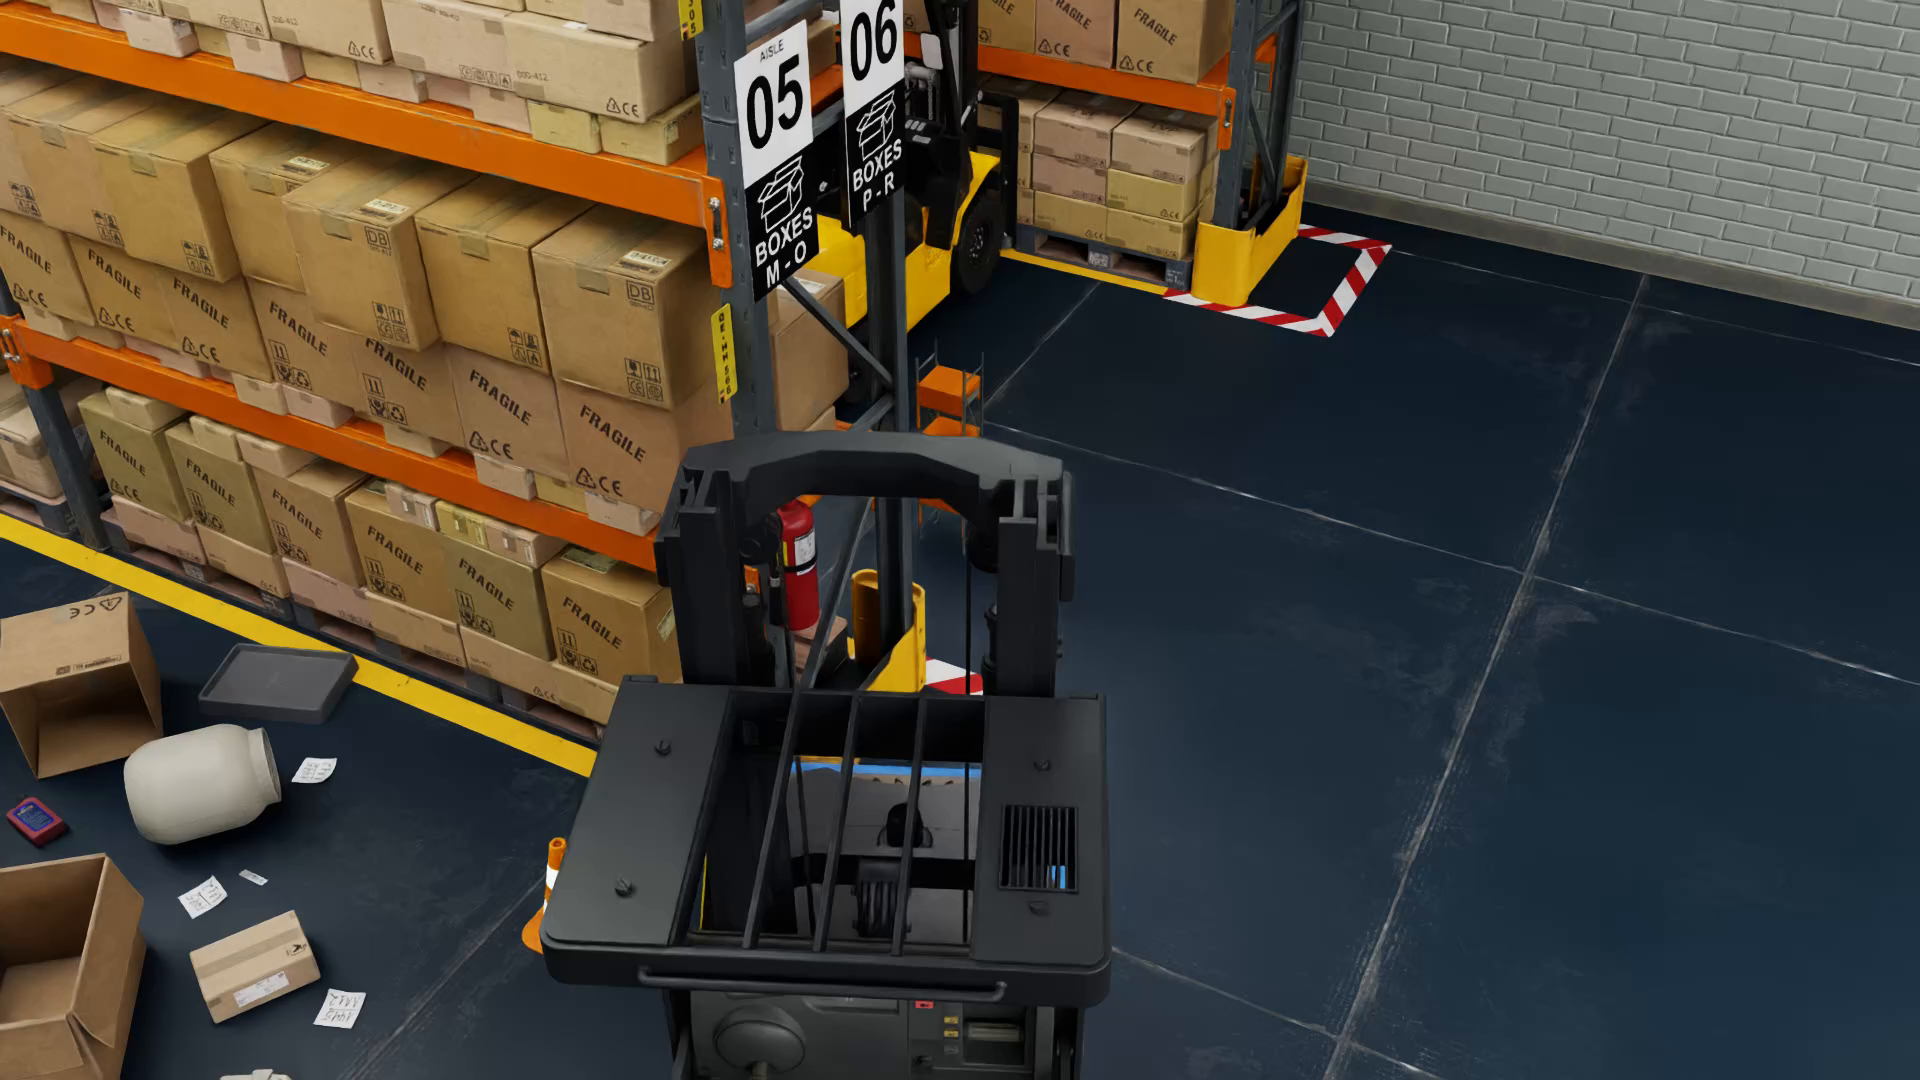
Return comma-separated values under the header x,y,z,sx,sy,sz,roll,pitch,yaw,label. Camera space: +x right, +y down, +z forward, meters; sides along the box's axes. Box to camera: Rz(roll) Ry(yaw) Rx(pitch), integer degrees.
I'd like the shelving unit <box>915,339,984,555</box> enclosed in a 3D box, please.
x,y,z,sx,sy,sz,roll,pitch,yaw,label
-0.048,-0.433,7.952,0.252,1.050,0.215,17,41,21,shelving unit

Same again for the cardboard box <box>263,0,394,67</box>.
x,y,z,sx,sy,sz,roll,pitch,yaw,label
-1.969,-1.834,5.582,0.500,0.250,0.500,19,41,23,cardboard box

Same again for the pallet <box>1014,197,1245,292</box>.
x,y,z,sx,sy,sz,roll,pitch,yaw,label
1.099,-2.046,10.771,1.213,0.211,1.003,17,41,21,pallet

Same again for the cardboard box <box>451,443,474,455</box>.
x,y,z,sx,sy,sz,roll,pitch,yaw,label
-1.811,-0.485,6.616,0.250,0.149,0.380,18,41,22,cardboard box

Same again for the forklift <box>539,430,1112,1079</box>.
x,y,z,sx,sy,sz,roll,pitch,yaw,label
-0.234,1.322,4.084,1.130,2.935,3.031,2,37,3,forklift

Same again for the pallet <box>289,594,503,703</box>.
x,y,z,sx,sy,sz,roll,pitch,yaw,label
-2.334,0.204,7.806,1.213,0.211,1.003,17,41,21,pallet

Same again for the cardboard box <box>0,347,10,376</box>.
x,y,z,sx,sy,sz,roll,pitch,yaw,label
-5.141,-0.876,8.749,0.625,0.372,0.950,20,42,24,cardboard box

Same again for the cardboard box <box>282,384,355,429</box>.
x,y,z,sx,sy,sz,roll,pitch,yaw,label
-2.533,-0.637,6.816,0.250,0.149,0.380,17,40,21,cardboard box

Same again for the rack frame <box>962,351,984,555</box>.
x,y,z,sx,sy,sz,roll,pitch,yaw,label
0.061,-0.399,7.907,0.008,1.050,0.200,17,41,21,rack frame

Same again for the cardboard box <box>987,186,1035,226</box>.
x,y,z,sx,sy,sz,roll,pitch,yaw,label
0.358,-2.287,10.709,0.500,0.250,0.500,18,41,22,cardboard box

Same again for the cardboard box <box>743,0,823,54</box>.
x,y,z,sx,sy,sz,roll,pitch,yaw,label
-0.806,-1.837,5.586,0.500,0.250,0.500,17,40,21,cardboard box

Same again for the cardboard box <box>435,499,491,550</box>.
x,y,z,sx,sy,sz,roll,pitch,yaw,label
-1.892,-0.150,6.737,0.250,0.149,0.380,18,41,22,cardboard box

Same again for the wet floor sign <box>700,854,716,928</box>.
x,y,z,sx,sy,sz,roll,pitch,yaw,label
-0.805,1.265,6.050,0.267,0.644,0.232,-29,46,-33,wet floor sign

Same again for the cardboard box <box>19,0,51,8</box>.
x,y,z,sx,sy,sz,roll,pitch,yaw,label
-3.392,-2.177,6.363,0.250,0.149,0.380,17,41,22,cardboard box

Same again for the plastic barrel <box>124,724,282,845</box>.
x,y,z,sx,sy,sz,roll,pitch,yaw,label
-3.012,0.964,6.630,0.512,0.421,0.421,-14,39,-18,plastic barrel

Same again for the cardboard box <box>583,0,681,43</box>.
x,y,z,sx,sy,sz,roll,pitch,yaw,label
-0.918,-1.648,5.008,0.250,0.149,0.380,18,41,22,cardboard box

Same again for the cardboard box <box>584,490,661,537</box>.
x,y,z,sx,sy,sz,roll,pitch,yaw,label
-1.188,-0.200,6.241,0.250,0.149,0.380,17,40,21,cardboard box

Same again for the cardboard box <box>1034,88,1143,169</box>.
x,y,z,sx,sy,sz,roll,pitch,yaw,label
0.789,-2.536,10.210,0.500,0.250,0.500,18,41,22,cardboard box

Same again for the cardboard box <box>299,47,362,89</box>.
x,y,z,sx,sy,sz,roll,pitch,yaw,label
-2.052,-1.715,5.756,0.250,0.149,0.380,16,40,20,cardboard box

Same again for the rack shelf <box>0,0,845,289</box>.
x,y,z,sx,sy,sz,roll,pitch,yaw,label
-2.258,-1.765,6.208,4.000,0.370,1.077,17,41,21,rack shelf

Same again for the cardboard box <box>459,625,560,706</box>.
x,y,z,sx,sy,sz,roll,pitch,yaw,label
-1.780,0.399,7.170,0.500,0.250,0.500,18,41,22,cardboard box

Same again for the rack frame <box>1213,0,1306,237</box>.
x,y,z,sx,sy,sz,roll,pitch,yaw,label
1.798,-2.966,9.677,0.127,3.000,1.000,17,41,21,rack frame

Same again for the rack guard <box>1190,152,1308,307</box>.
x,y,z,sx,sy,sz,roll,pitch,yaw,label
1.819,-1.964,10.424,0.348,0.500,1.175,17,41,21,rack guard

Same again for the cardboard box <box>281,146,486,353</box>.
x,y,z,sx,sy,sz,roll,pitch,yaw,label
-1.982,-1.113,6.080,0.500,0.500,0.700,17,40,21,cardboard box

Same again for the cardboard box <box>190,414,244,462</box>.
x,y,z,sx,sy,sz,roll,pitch,yaw,label
-3.094,-0.524,7.229,0.250,0.149,0.380,19,41,23,cardboard box

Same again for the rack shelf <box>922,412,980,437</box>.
x,y,z,sx,sy,sz,roll,pitch,yaw,label
-0.048,-0.425,7.959,0.240,0.259,0.215,17,41,21,rack shelf

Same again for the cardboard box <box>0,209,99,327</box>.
x,y,z,sx,sy,sz,roll,pitch,yaw,label
-3.771,-1.299,7.152,0.500,0.500,0.500,17,40,21,cardboard box

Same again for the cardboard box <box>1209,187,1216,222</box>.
x,y,z,sx,sy,sz,roll,pitch,yaw,label
1.451,-2.280,10.700,0.500,0.250,0.500,18,41,22,cardboard box

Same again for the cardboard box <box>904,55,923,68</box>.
x,y,z,sx,sy,sz,roll,pitch,yaw,label
-0.573,-2.966,10.777,0.500,0.250,0.500,19,41,23,cardboard box

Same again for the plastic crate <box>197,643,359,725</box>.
x,y,z,sx,sy,sz,roll,pitch,yaw,label
-3.017,0.627,7.358,0.583,0.080,0.402,4,37,6,plastic crate

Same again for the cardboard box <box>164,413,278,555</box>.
x,y,z,sx,sy,sz,roll,pitch,yaw,label
-3.153,-0.332,7.513,0.500,0.500,0.500,19,41,23,cardboard box

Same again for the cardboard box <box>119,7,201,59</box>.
x,y,z,sx,sy,sz,roll,pitch,yaw,label
-2.765,-1.883,5.977,0.250,0.149,0.380,17,40,21,cardboard box

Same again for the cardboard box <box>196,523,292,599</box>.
x,y,z,sx,sy,sz,roll,pitch,yaw,label
-3.155,-0.033,7.740,0.500,0.250,0.500,20,41,24,cardboard box

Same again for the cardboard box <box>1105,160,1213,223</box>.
x,y,z,sx,sy,sz,roll,pitch,yaw,label
1.222,-2.205,10.187,0.500,0.250,0.500,17,40,21,cardboard box

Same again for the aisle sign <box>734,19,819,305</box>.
x,y,z,sx,sy,sz,roll,pitch,yaw,label
-0.560,-1.163,5.151,0.004,0.787,0.394,17,41,21,aisle sign

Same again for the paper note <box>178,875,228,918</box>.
x,y,z,sx,sy,sz,roll,pitch,yaw,label
-2.922,1.376,6.422,0.148,0.019,0.142,-29,46,-33,paper note

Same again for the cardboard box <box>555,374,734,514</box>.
x,y,z,sx,sy,sz,roll,pitch,yaw,label
-1.091,-0.462,6.049,0.500,0.500,0.500,17,40,21,cardboard box

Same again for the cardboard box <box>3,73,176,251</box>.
x,y,z,sx,sy,sz,roll,pitch,yaw,label
-3.299,-1.577,6.691,0.500,0.500,0.700,18,41,22,cardboard box

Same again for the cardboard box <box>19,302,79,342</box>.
x,y,z,sx,sy,sz,roll,pitch,yaw,label
-3.902,-1.053,7.364,0.250,0.149,0.380,17,40,21,cardboard box

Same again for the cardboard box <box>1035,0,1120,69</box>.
x,y,z,sx,sy,sz,roll,pitch,yaw,label
0.783,-3.151,9.838,0.500,0.500,0.500,19,41,23,cardboard box

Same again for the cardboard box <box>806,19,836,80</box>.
x,y,z,sx,sy,sz,roll,pitch,yaw,label
-0.627,-1.662,5.685,0.250,0.149,0.380,17,41,22,cardboard box

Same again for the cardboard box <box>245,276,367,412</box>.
x,y,z,sx,sy,sz,roll,pitch,yaw,label
-2.417,-0.896,6.620,0.500,0.500,0.500,18,41,22,cardboard box

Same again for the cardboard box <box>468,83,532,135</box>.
x,y,z,sx,sy,sz,roll,pitch,yaw,label
-1.384,-1.488,5.456,0.250,0.149,0.380,19,41,23,cardboard box

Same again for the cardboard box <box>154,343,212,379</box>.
x,y,z,sx,sy,sz,roll,pitch,yaw,label
-3.200,-0.865,7.117,0.250,0.149,0.380,19,41,23,cardboard box

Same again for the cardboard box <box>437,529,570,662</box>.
x,y,z,sx,sy,sz,roll,pitch,yaw,label
-1.778,0.103,6.940,0.500,0.500,0.500,19,41,23,cardboard box

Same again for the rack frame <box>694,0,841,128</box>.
x,y,z,sx,sy,sz,roll,pitch,yaw,label
-0.482,-2.690,4.351,0.127,3.000,1.000,17,41,21,rack frame

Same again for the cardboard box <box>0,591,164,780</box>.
x,y,z,sx,sy,sz,roll,pitch,yaw,label
-3.708,0.610,7.030,0.500,0.500,0.500,-14,39,-18,cardboard box
